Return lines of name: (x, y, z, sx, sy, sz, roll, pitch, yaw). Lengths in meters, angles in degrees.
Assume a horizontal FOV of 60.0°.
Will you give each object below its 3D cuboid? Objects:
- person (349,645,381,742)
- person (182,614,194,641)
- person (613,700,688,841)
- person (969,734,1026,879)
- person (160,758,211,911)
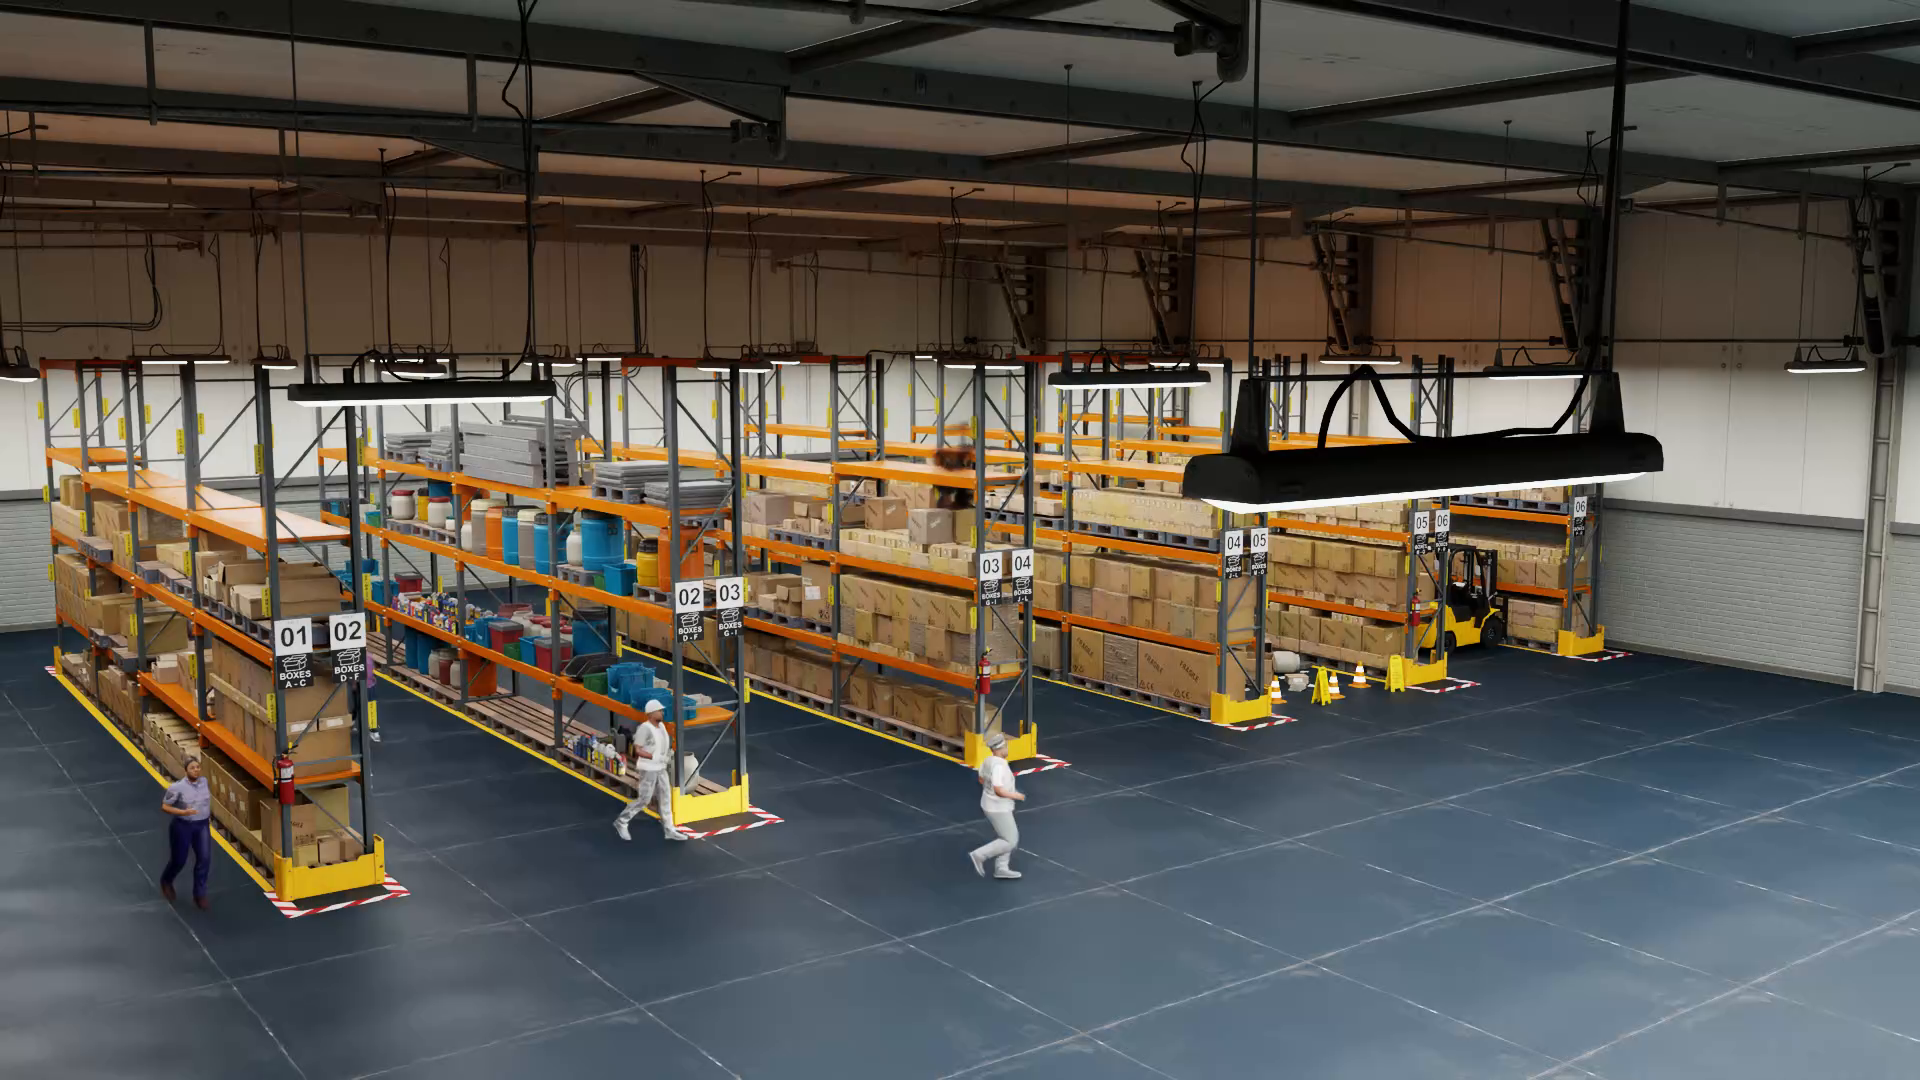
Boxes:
person: (-9.511, 2.361, 26.452, 0.877, 1.605, 0.538, 6, 9, 43)
person: (-15.522, 1.553, 33.018, 0.687, 1.699, 0.674, 2, 7, 13)
person: (-3.881, 2.899, 21.050, 0.941, 1.769, 0.719, 2, 7, 16)
person: (0.416, 3.131, 19.513, 0.678, 1.737, 0.664, -2, 7, -14)
person: (-8.671, 3.283, 18.748, 0.841, 1.650, 0.620, 6, 9, 40)
